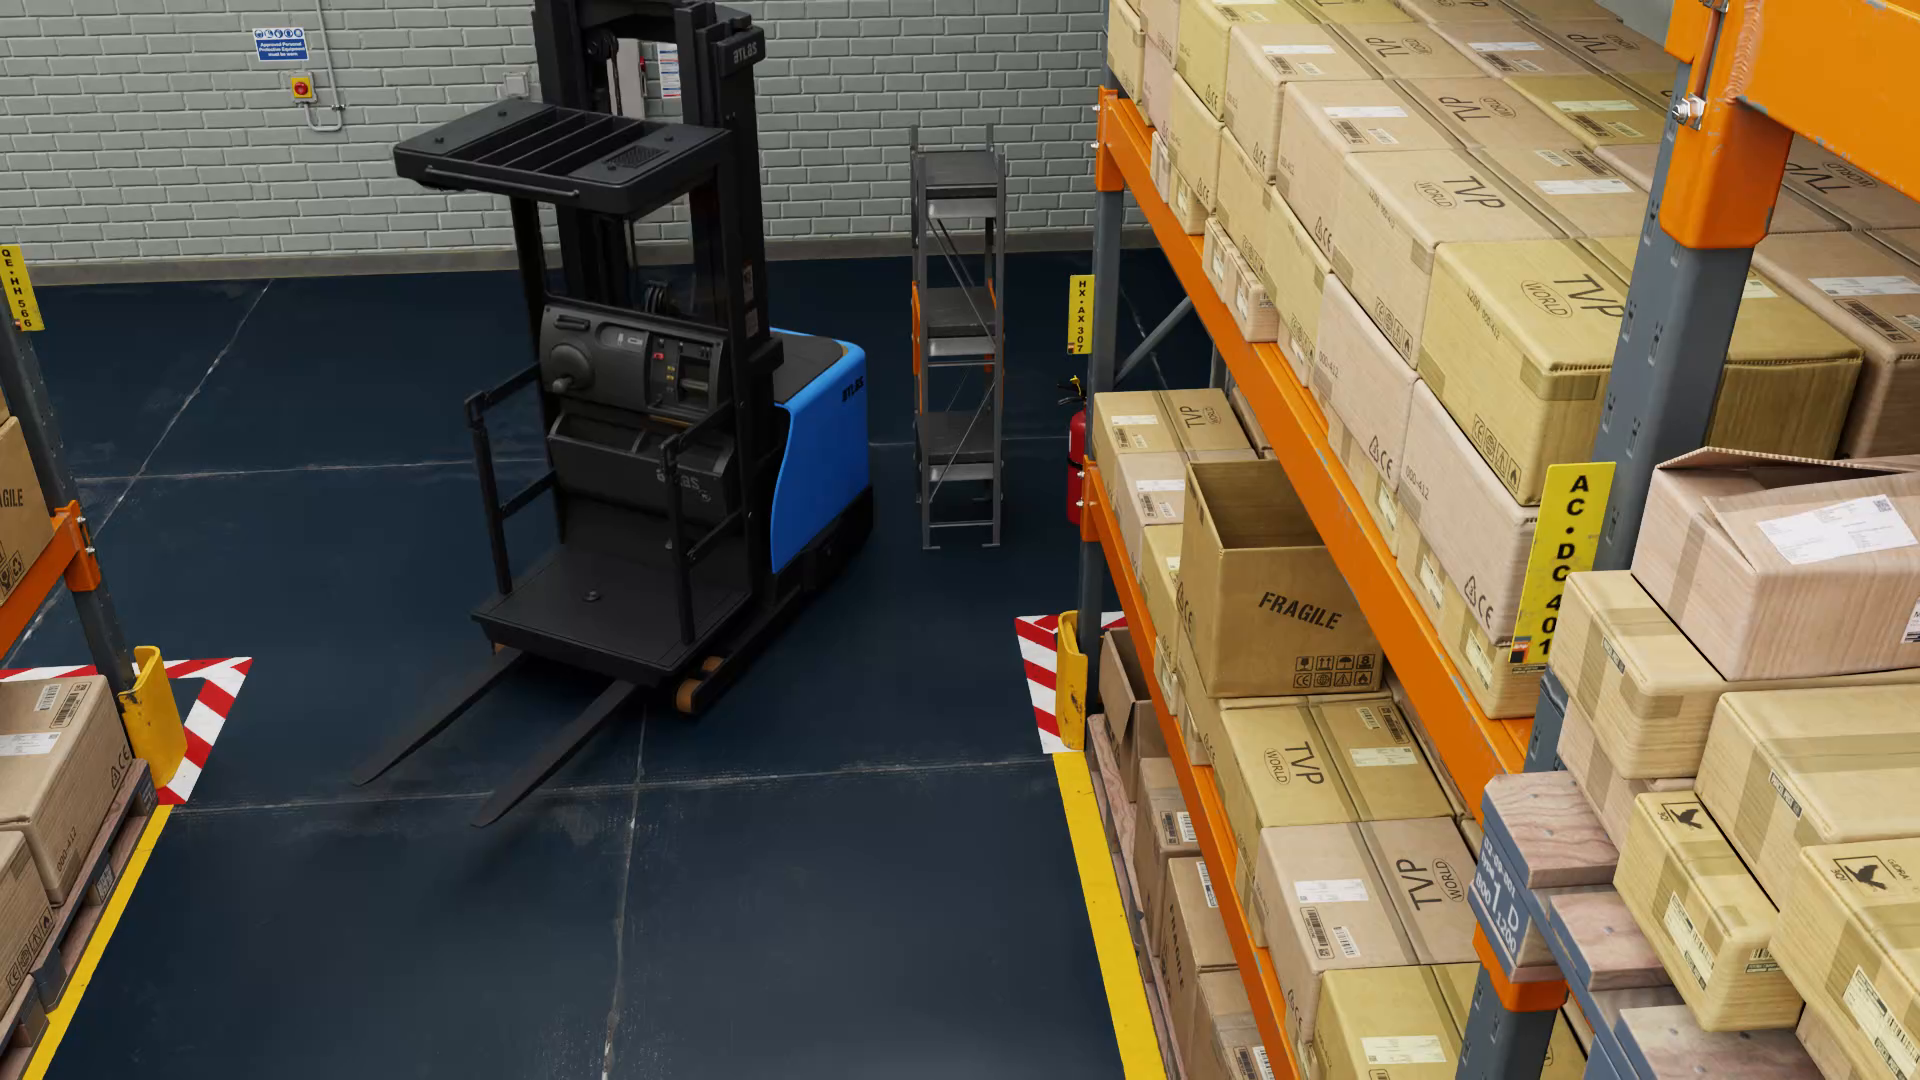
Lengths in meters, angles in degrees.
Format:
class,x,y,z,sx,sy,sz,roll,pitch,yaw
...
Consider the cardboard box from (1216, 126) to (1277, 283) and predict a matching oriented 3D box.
class,x,y,z,sx,sy,sz,roll,pitch,yaw
cardboard box,0.956,-0.854,4.185,0.500,0.250,0.500,-3,31,-5

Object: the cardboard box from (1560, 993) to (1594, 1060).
class,x,y,z,sx,sy,sz,roll,pitch,yaw
cardboard box,1.608,1.187,3.693,0.500,0.250,0.500,-3,31,-5

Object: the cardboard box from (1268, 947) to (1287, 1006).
class,x,y,z,sx,sy,sz,roll,pitch,yaw
cardboard box,1.012,1.075,4.270,0.380,0.149,0.250,-2,31,-3

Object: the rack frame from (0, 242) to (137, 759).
class,x,y,z,sx,sy,sz,roll,pitch,yaw
rack frame,-3.930,-0.286,6.304,1.000,3.000,0.127,-3,31,-5

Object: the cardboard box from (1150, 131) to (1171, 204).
class,x,y,z,sx,sy,sz,roll,pitch,yaw
cardboard box,0.788,-1.135,5.045,0.380,0.149,0.250,-2,31,-3

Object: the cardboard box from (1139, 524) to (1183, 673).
class,x,y,z,sx,sy,sz,roll,pitch,yaw
cardboard box,0.884,0.172,5.394,0.500,0.250,0.500,-3,31,-6

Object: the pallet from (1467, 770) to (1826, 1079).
class,x,y,z,sx,sy,sz,roll,pitch,yaw
pallet,1.377,0.646,2.002,1.213,0.211,1.003,-3,31,-5

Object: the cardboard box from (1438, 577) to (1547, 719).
class,x,y,z,sx,sy,sz,roll,pitch,yaw
cardboard box,1.058,0.167,2.865,0.380,0.149,0.250,-3,31,-5

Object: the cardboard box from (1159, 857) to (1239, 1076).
class,x,y,z,sx,sy,sz,roll,pitch,yaw
cardboard box,0.966,1.397,5.514,0.500,0.500,0.500,-2,31,-4

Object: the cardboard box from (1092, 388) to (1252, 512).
class,x,y,z,sx,sy,sz,roll,pitch,yaw
cardboard box,0.786,-0.344,6.258,0.500,0.250,0.500,-3,31,-4

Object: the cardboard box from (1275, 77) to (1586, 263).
class,x,y,z,sx,sy,sz,roll,pitch,yaw
cardboard box,1.004,-0.813,3.630,0.500,0.250,0.500,-2,31,-4

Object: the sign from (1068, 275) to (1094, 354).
class,x,y,z,sx,sy,sz,roll,pitch,yaw
sign,0.472,-0.871,6.439,0.100,0.325,0.005,-3,31,-5

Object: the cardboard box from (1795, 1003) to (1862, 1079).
class,x,y,z,sx,sy,sz,roll,pitch,yaw
cardboard box,1.128,0.543,1.728,0.380,0.149,0.250,-2,31,-4

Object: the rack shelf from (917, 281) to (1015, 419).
class,x,y,z,sx,sy,sz,roll,pitch,yaw
rack shelf,0.025,-0.957,8.332,0.431,0.518,0.480,-4,31,-6

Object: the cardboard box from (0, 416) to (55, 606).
class,x,y,z,sx,sy,sz,roll,pitch,yaw
cardboard box,-3.621,-0.095,5.887,0.500,0.500,0.500,-3,31,-4

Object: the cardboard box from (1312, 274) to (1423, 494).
class,x,y,z,sx,sy,sz,roll,pitch,yaw
cardboard box,1.032,-0.334,3.315,0.500,0.250,0.500,-4,31,-6

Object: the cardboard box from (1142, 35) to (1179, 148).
class,x,y,z,sx,sy,sz,roll,pitch,yaw
cardboard box,0.849,-1.379,5.064,0.500,0.250,0.500,-2,31,-4

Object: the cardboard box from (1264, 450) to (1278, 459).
class,x,y,z,sx,sy,sz,roll,pitch,yaw
cardboard box,1.366,-0.104,5.854,0.500,0.250,0.500,-3,31,-4

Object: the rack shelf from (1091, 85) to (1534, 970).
class,x,y,z,sx,sy,sz,roll,pitch,yaw
rack shelf,1.199,-0.483,4.411,1.077,0.370,4.000,-3,31,-5

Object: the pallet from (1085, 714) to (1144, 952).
class,x,y,z,sx,sy,sz,roll,pitch,yaw
pallet,1.094,1.117,6.674,1.003,0.211,1.213,-3,31,-5

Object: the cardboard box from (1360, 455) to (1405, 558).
class,x,y,z,sx,sy,sz,roll,pitch,yaw
cardboard box,1.022,-0.095,3.305,0.380,0.149,0.250,-2,31,-3

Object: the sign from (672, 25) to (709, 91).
class,x,y,z,sx,sy,sz,roll,pitch,yaw
sign,-1.902,-3.278,11.406,0.329,0.494,0.001,-3,31,-5

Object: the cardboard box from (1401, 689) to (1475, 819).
class,x,y,z,sx,sy,sz,roll,pitch,yaw
cardboard box,1.511,0.358,4.350,0.500,0.500,0.500,-4,31,-6

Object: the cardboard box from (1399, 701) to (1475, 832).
class,x,y,z,sx,sy,sz,roll,pitch,yaw
cardboard box,1.508,0.668,4.562,0.500,0.250,0.500,-2,31,-4

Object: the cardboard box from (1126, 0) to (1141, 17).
class,x,y,z,sx,sy,sz,roll,pitch,yaw
cardboard box,0.803,-1.853,5.370,0.500,0.250,0.500,-3,31,-5

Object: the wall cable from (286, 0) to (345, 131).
class,x,y,z,sx,sy,sz,roll,pitch,yaw
wall cable,-4.480,-3.613,10.853,0.585,1.953,0.123,-3,31,-5

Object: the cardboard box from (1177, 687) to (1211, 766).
class,x,y,z,sx,sy,sz,roll,pitch,yaw
cardboard box,0.885,0.557,5.138,0.380,0.149,0.250,-2,31,-3

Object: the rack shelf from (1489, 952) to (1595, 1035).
class,x,y,z,sx,sy,sz,roll,pitch,yaw
rack shelf,1.572,1.559,0.992,1.077,0.370,4.000,-3,31,-5

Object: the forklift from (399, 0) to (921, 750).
class,x,y,z,sx,sy,sz,roll,pitch,yaw
forklift,-1.379,-0.962,7.502,1.130,2.935,3.031,16,34,25

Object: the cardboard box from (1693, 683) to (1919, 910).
class,x,y,z,sx,sy,sz,roll,pitch,yaw
cardboard box,1.073,0.292,1.859,0.380,0.149,0.250,-2,31,-4

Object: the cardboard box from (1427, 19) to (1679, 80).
class,x,y,z,sx,sy,sz,roll,pitch,yaw
cardboard box,1.458,-1.093,4.098,0.500,0.250,0.500,-3,31,-5

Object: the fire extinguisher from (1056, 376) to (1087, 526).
class,x,y,z,sx,sy,sz,roll,pitch,yaw
fire extinguisher,0.538,-0.385,6.909,0.296,0.674,0.183,-3,31,-5

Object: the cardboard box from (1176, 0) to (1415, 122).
class,x,y,z,sx,sy,sz,roll,pitch,yaw
cardboard box,0.893,-1.336,4.506,0.500,0.250,0.500,-3,31,-5

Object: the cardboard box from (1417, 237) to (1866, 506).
class,x,y,z,sx,sy,sz,roll,pitch,yaw
cardboard box,1.099,-0.295,2.763,0.500,0.250,0.500,-3,31,-4

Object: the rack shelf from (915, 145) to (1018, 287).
class,x,y,z,sx,sy,sz,roll,pitch,yaw
rack shelf,0.025,-1.558,7.973,0.431,0.518,0.480,-4,31,-6

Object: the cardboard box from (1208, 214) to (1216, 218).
class,x,y,z,sx,sy,sz,roll,pitch,yaw
cardboard box,0.905,-0.878,4.615,0.380,0.149,0.250,-3,31,-5

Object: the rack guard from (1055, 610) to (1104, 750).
class,x,y,z,sx,sy,sz,roll,pitch,yaw
rack guard,1.019,0.586,7.281,1.175,0.500,0.348,-3,31,-5

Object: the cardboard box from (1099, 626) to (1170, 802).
class,x,y,z,sx,sy,sz,roll,pitch,yaw
cardboard box,0.975,0.683,6.707,0.797,0.503,0.637,-4,31,-7

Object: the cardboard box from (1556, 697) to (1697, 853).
class,x,y,z,sx,sy,sz,roll,pitch,yaw
cardboard box,1.017,0.285,2.161,0.380,0.149,0.250,-2,31,-4

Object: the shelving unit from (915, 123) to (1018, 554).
class,x,y,z,sx,sy,sz,roll,pitch,yaw
shelving unit,0.025,-0.969,8.325,0.431,2.100,0.503,-4,31,-6

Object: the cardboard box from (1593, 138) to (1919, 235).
class,x,y,z,sx,sy,sz,roll,pitch,yaw
cardboard box,1.559,-0.579,3.238,0.500,0.250,0.500,-4,31,-6

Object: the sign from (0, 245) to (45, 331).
class,x,y,z,sx,sy,sz,roll,pitch,yaw
sign,-3.388,-0.904,5.978,0.100,0.325,0.005,-3,31,-5

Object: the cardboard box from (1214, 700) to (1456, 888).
class,x,y,z,sx,sy,sz,roll,pitch,yaw
cardboard box,1.000,0.695,4.518,0.500,0.250,0.500,-3,31,-5

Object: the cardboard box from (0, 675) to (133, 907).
class,x,y,z,sx,sy,sz,roll,pitch,yaw
cardboard box,-3.769,0.966,6.297,0.875,0.438,0.875,-4,31,-6

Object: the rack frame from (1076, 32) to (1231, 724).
class,x,y,z,sx,sy,sz,roll,pitch,yaw
rack frame,1.012,-0.526,6.705,1.000,3.000,0.127,-3,31,-5

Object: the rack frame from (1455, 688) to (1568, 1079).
class,x,y,z,sx,sy,sz,roll,pitch,yaw
rack frame,1.385,1.517,3.286,1.000,3.000,0.127,-3,31,-5

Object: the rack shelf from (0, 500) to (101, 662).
class,x,y,z,sx,sy,sz,roll,pitch,yaw
rack shelf,-3.743,1.044,4.779,1.077,0.370,4.000,-3,31,-5

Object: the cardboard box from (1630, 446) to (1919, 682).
class,x,y,z,sx,sy,sz,roll,pitch,yaw
cardboard box,1.066,-0.022,1.980,0.396,0.266,0.258,-3,31,-5

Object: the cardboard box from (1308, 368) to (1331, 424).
class,x,y,z,sx,sy,sz,roll,pitch,yaw
cardboard box,1.007,-0.359,3.746,0.380,0.149,0.250,-2,31,-3

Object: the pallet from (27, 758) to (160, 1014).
class,x,y,z,sx,sy,sz,roll,pitch,yaw
pallet,-3.777,1.316,6.341,1.003,0.211,1.213,-3,31,-5

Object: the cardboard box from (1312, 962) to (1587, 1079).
class,x,y,z,sx,sy,sz,roll,pitch,yaw
cardboard box,1.095,1.205,3.664,0.500,0.250,0.500,-2,31,-3

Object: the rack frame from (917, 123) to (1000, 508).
class,x,y,z,sx,sy,sz,roll,pitch,yaw
rack frame,-0.006,-1.093,8.532,0.400,2.100,0.015,-4,31,-6

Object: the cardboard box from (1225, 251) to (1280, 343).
class,x,y,z,sx,sy,sz,roll,pitch,yaw
cardboard box,0.885,-0.617,4.178,0.380,0.149,0.250,-2,31,-4
